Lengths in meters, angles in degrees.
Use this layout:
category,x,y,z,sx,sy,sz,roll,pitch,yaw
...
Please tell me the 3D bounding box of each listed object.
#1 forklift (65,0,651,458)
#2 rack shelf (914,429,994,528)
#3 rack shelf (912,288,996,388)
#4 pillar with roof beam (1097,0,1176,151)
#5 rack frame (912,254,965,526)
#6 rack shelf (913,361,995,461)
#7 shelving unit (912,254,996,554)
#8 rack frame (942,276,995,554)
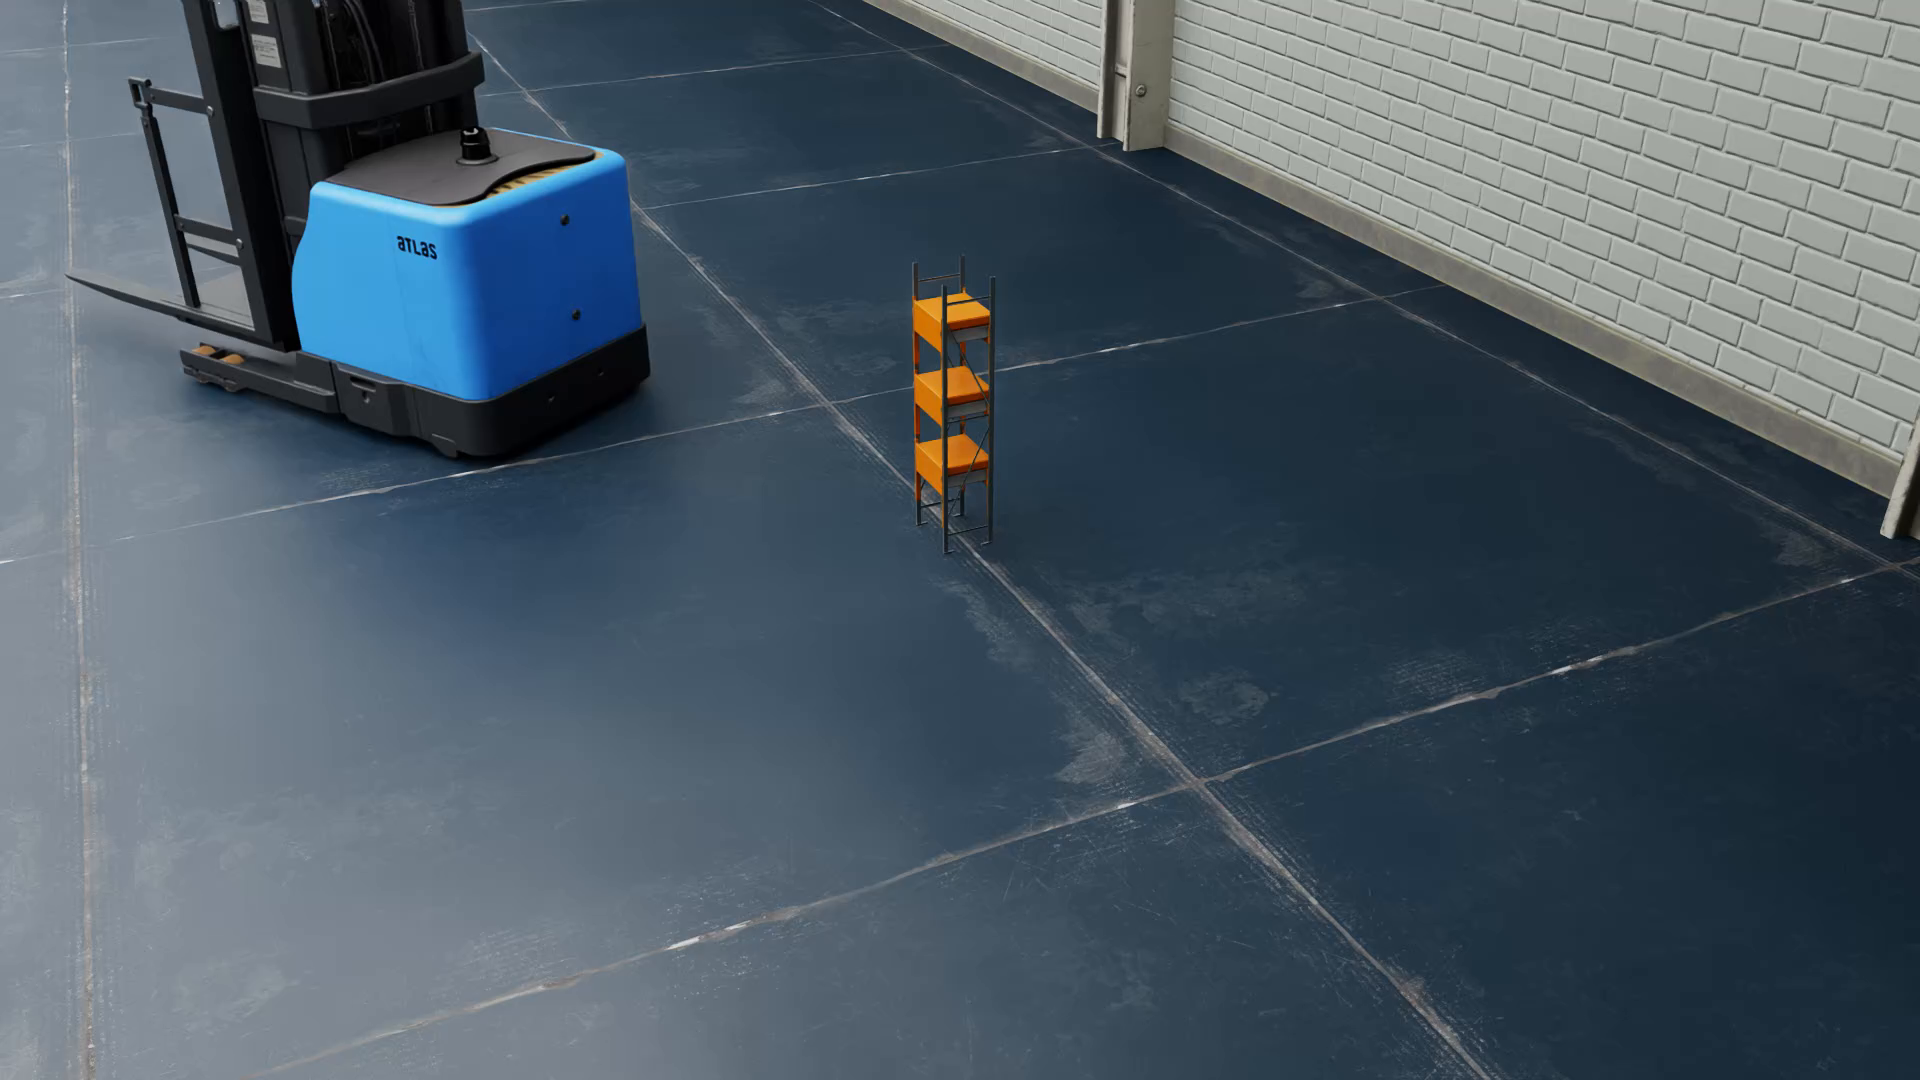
category,x,y,z,sx,sy,sz,roll,pitch,yaw
forklift,-2.907,-2.138,7.066,3.031,2.935,1.130,17,33,27
rack shelf,-0.023,-0.230,6.176,0.215,0.259,0.240,-13,32,-22
rack shelf,-0.023,-0.720,5.902,0.215,0.259,0.240,-13,32,-22
pillar with roof beam,-2.759,-5.644,7.115,9.100,9.000,0.400,-13,32,-22
rack frame,-0.075,-0.535,6.131,0.200,1.050,0.008,-13,32,-22
rack shelf,-0.023,-0.472,6.041,0.215,0.259,0.240,-13,32,-22
shelving unit,-0.023,-0.482,6.035,0.215,1.050,0.252,-13,32,-22
rack frame,0.029,-0.428,5.939,0.200,1.050,0.008,-13,32,-22
